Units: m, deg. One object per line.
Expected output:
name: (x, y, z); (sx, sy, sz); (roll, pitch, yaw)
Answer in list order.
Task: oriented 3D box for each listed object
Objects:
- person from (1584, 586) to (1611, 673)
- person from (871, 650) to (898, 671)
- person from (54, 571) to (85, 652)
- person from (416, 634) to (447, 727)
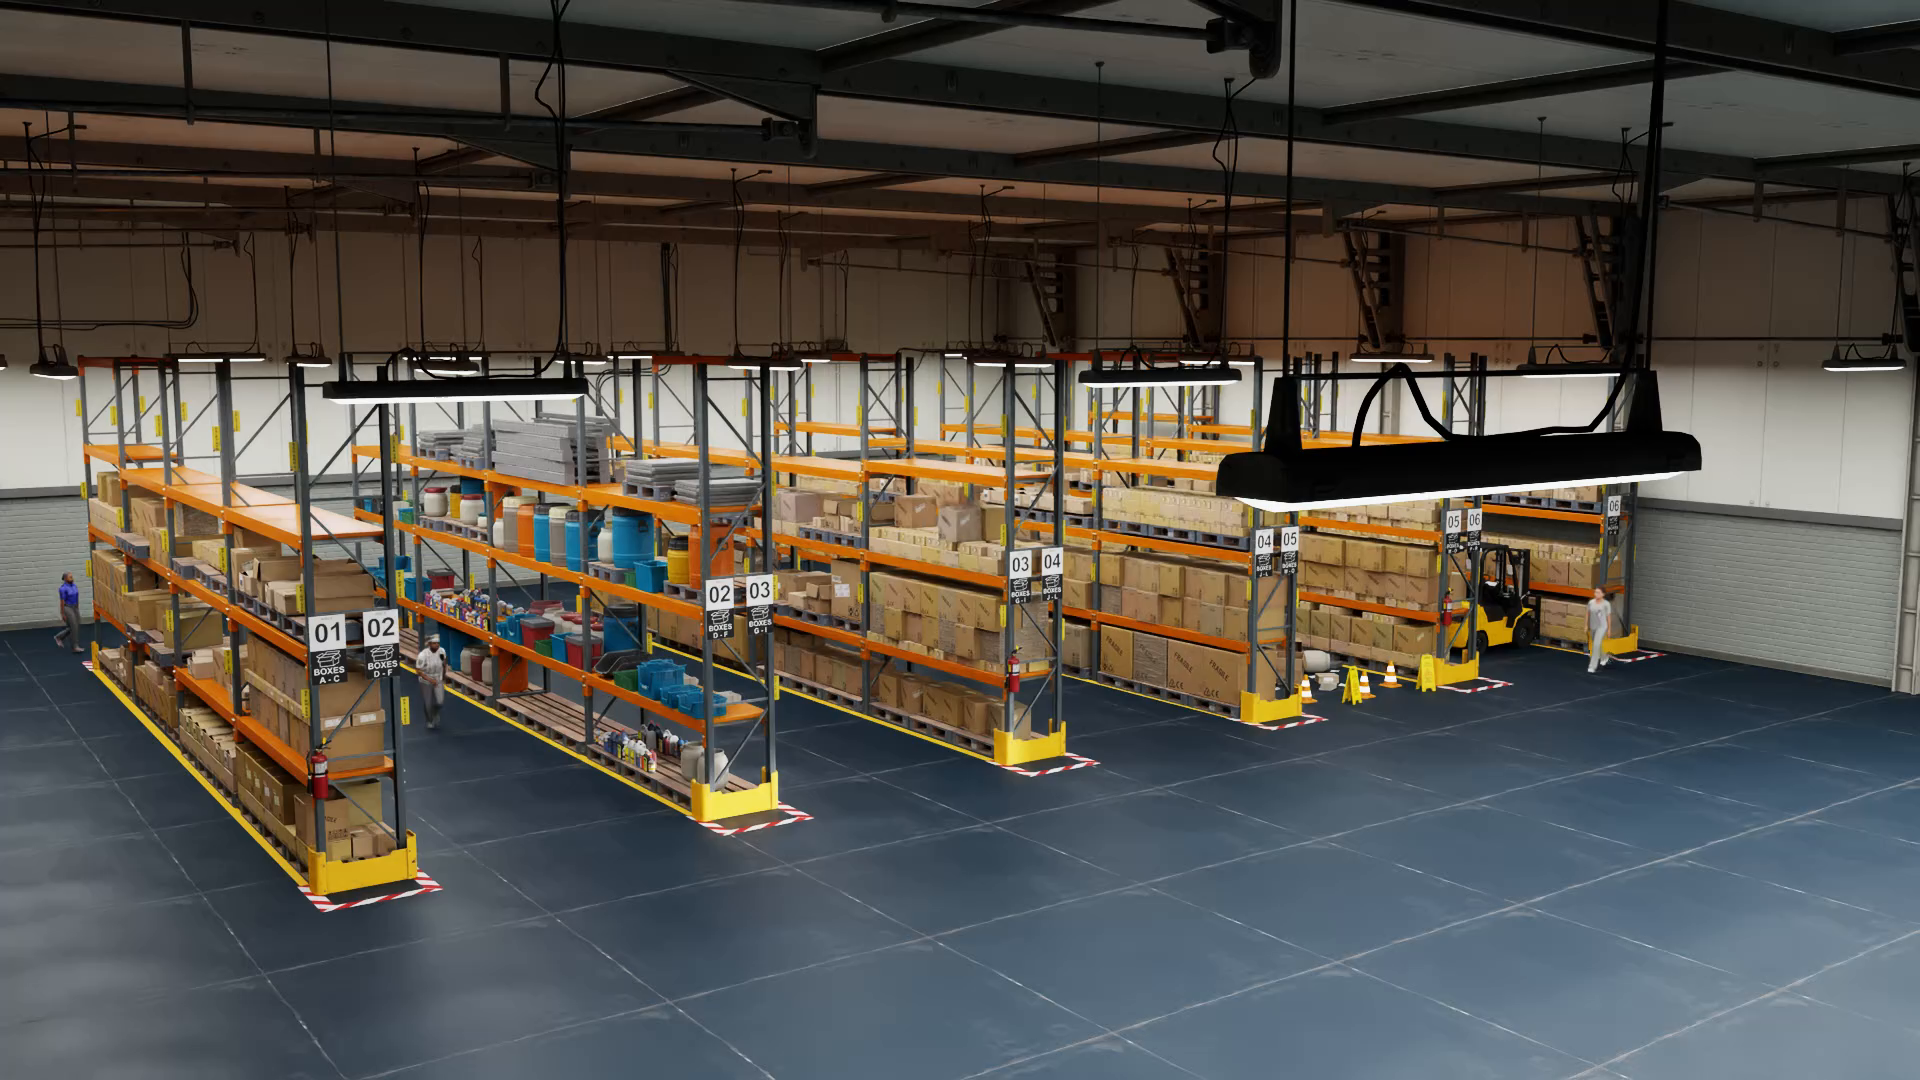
person: (12.174, 1.675, 31.687); (0.967, 1.634, 0.457); (-6, 9, -43)
person: (-1.522, 1.644, 31.444); (0.634, 1.713, 1.141); (-4, 8, -32)
person: (-18.009, 1.435, 33.580); (0.659, 1.631, 0.453); (0, 7, 2)
person: (-8.551, 2.278, 26.934); (0.541, 1.606, 0.739); (-3, 8, -26)
